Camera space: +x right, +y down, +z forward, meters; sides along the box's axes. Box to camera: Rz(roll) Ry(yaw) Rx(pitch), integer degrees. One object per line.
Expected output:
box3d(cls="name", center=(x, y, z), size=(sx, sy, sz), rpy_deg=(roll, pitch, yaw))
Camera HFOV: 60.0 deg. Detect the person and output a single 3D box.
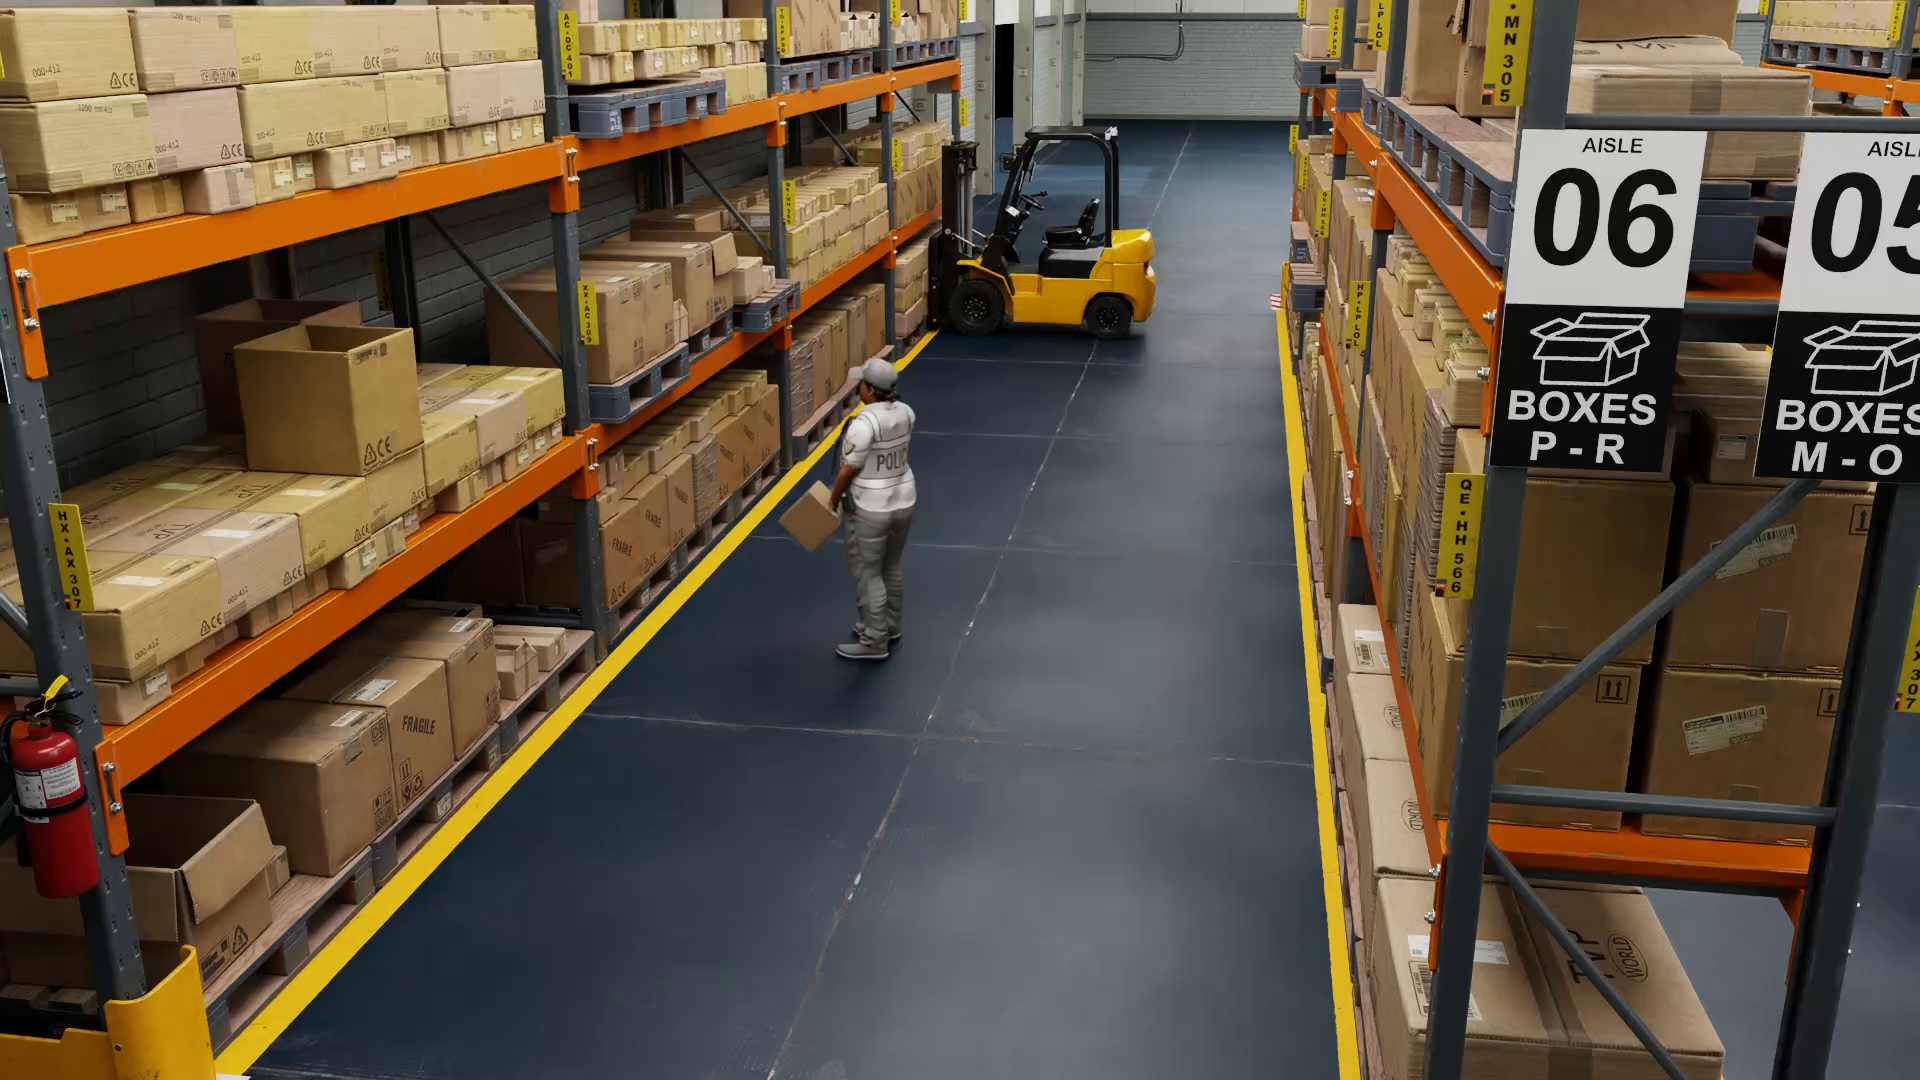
box3d(cls="person", center=(-0.505, -0.180, 9.075), size=(0.502, 1.669, 0.505), rpy_deg=(13, 22, 35))
